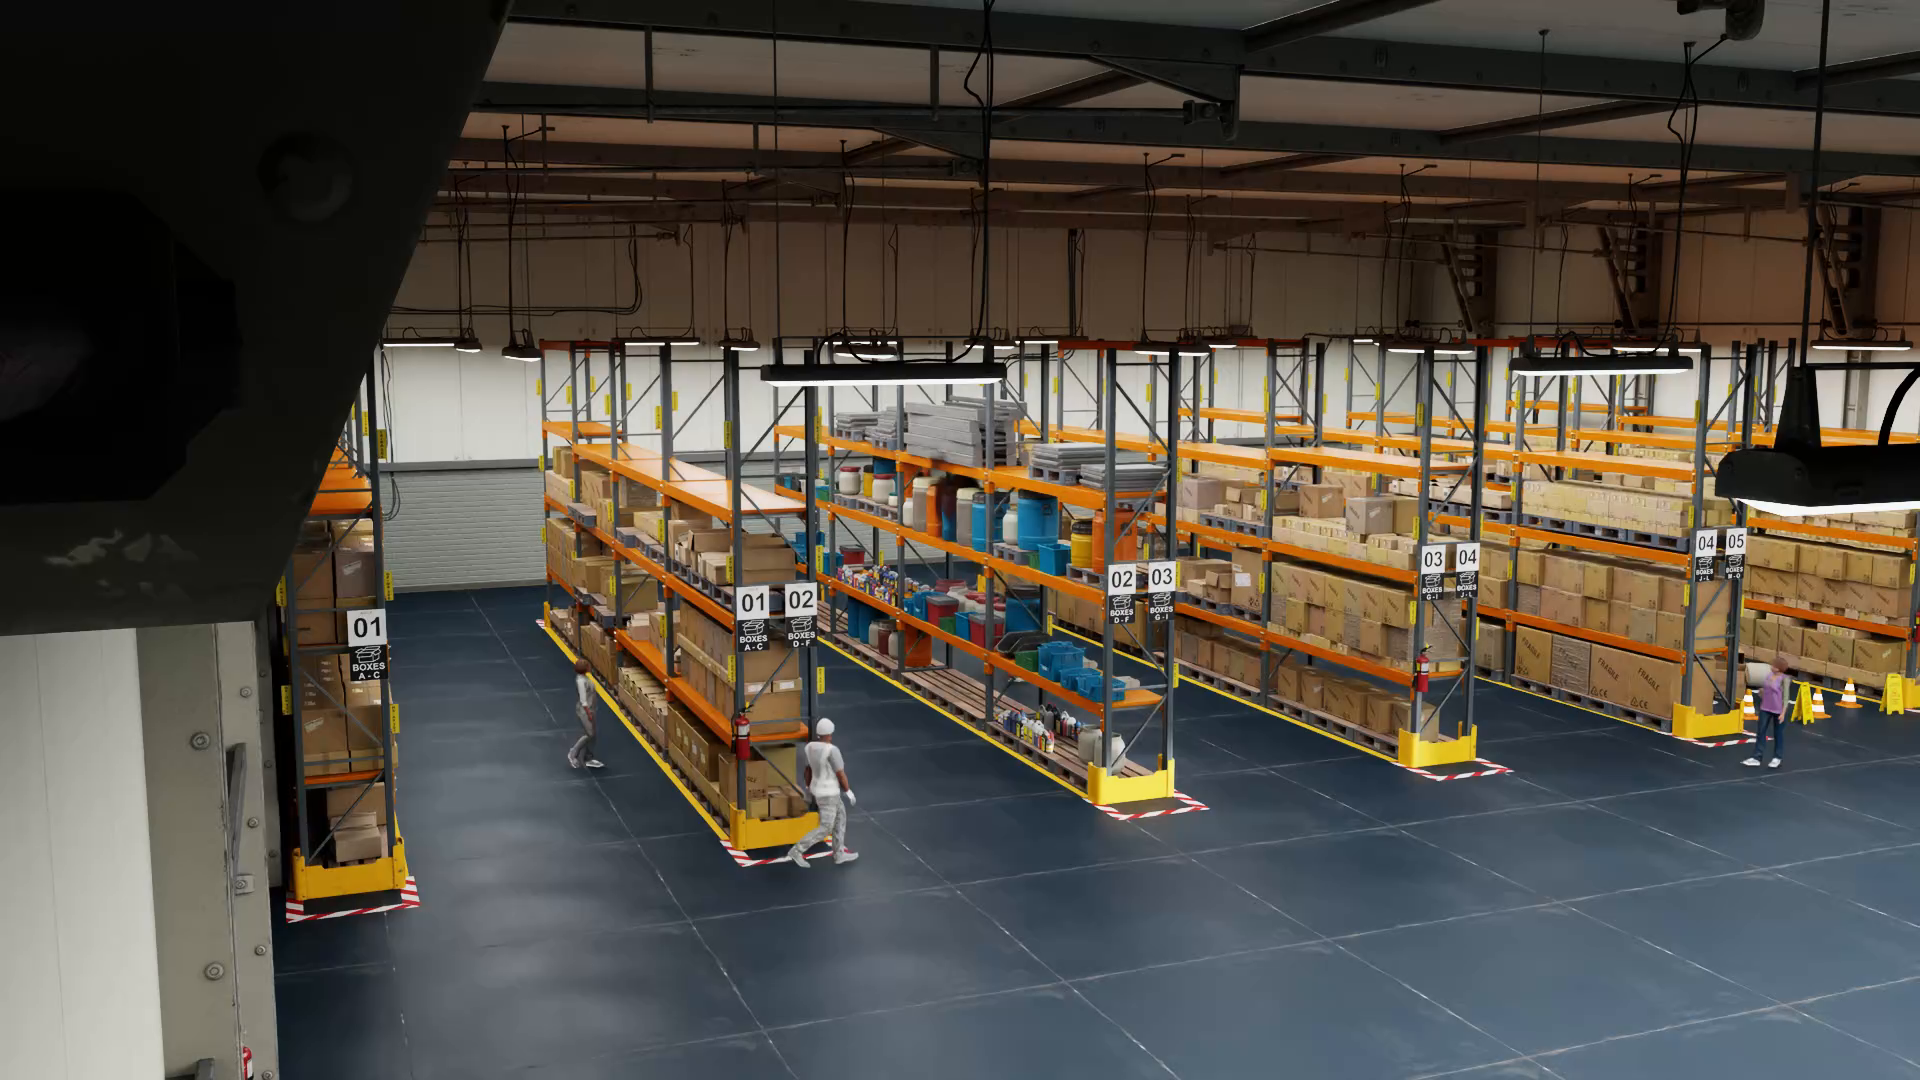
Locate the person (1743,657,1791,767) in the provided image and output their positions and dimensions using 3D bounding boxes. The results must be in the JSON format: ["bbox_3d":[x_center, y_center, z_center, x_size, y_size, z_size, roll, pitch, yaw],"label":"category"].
[{"bbox_3d":[11.568,2.462,23.745,0.604,1.593,0.457,-7,10,-41],"label":"person"}]

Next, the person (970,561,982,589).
[{"bbox_3d":[0.543,0.348,39.704,0.604,1.647,0.446,1,8,10],"label":"person"}]

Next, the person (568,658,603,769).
[{"bbox_3d":[-5.352,2.464,23.787,0.467,1.591,0.469,1,7,7],"label":"person"}]

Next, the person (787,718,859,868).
[{"bbox_3d":[-1.615,2.944,19.372,0.901,1.748,0.577,-2,8,-18],"label":"person"}]

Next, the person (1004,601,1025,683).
[{"bbox_3d":[1.008,1.689,29.317,0.331,1.687,0.662,6,10,40],"label":"person"}]
